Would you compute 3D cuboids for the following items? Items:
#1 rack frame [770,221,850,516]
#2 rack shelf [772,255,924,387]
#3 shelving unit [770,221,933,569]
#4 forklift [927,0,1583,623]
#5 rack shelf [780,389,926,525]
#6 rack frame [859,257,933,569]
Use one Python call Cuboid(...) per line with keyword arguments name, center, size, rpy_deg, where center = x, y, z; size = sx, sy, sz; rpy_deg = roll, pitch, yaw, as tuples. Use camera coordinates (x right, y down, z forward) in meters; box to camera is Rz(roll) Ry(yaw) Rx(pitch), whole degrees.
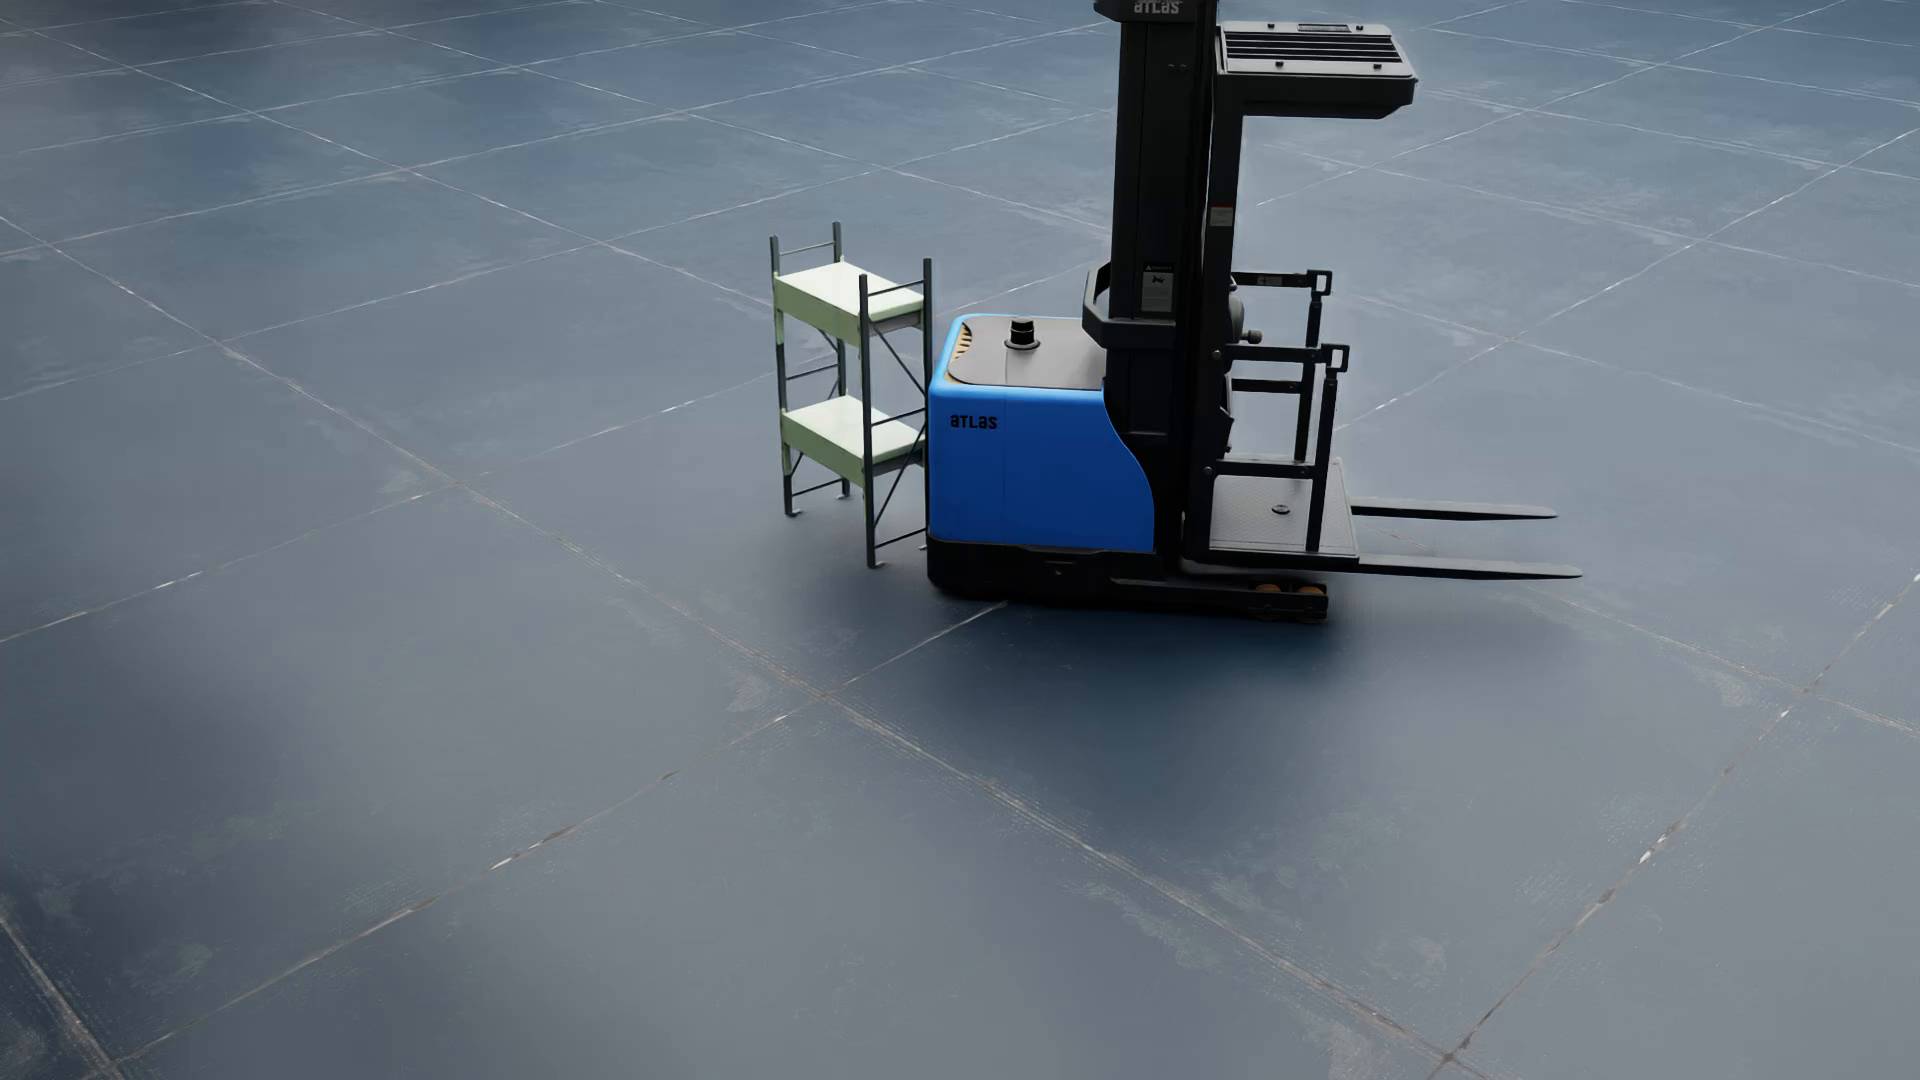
Cuboid(name="rack frame", center=(-0.750, -0.849, 8.430), size=(0.400, 1.500, 0.023), rpy_deg=(-20, 34, -34))
Cuboid(name="rack shelf", center=(-0.521, -1.062, 7.995), size=(0.431, 0.370, 0.720), rpy_deg=(-20, 34, -34))
Cuboid(name="shelving unit", center=(-0.521, -0.716, 8.177), size=(0.431, 1.500, 0.755), rpy_deg=(-20, 34, -34))
Cuboid(name="forklift", center=(1.400, -1.177, 7.515), size=(3.031, 2.935, 1.130), rpy_deg=(3, 28, 6))
Cuboid(name="rack shelf", center=(-0.521, -0.428, 8.329), size=(0.431, 0.370, 0.720), rpy_deg=(-20, 34, -34))
Cuboid(name="rack frame", center=(-0.293, -0.583, 7.924), size=(0.400, 1.500, 0.023), rpy_deg=(-20, 34, -34))
